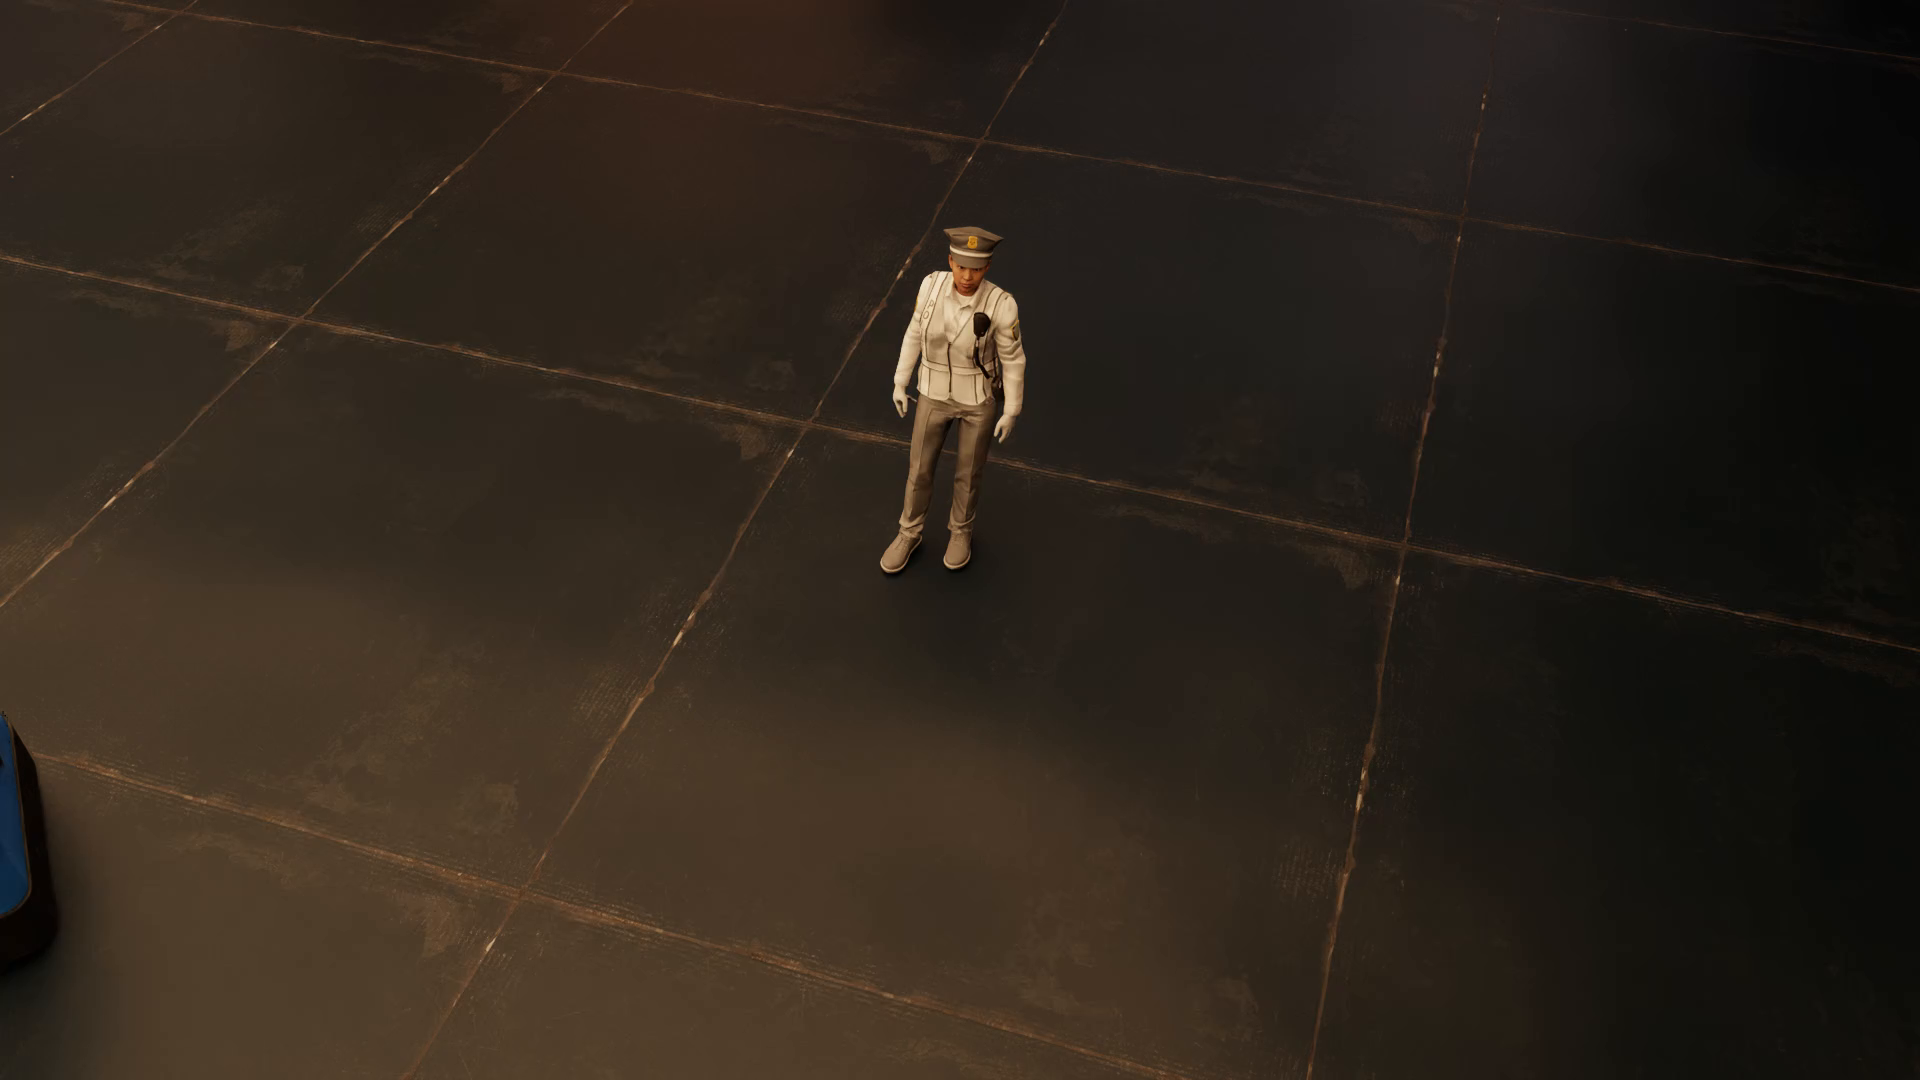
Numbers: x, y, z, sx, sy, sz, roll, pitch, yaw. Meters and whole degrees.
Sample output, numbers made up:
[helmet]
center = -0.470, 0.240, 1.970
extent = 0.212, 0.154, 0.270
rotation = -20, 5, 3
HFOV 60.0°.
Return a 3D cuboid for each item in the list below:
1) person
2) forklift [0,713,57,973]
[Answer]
[person]
center = -0.027, -0.582, 7.212
extent = 0.587, 1.695, 0.531
rotation = 12, 44, 13
[forklift]
center = -4.910, 0.621, 5.021
extent = 3.031, 2.935, 1.130
rotation = -19, 46, -19
